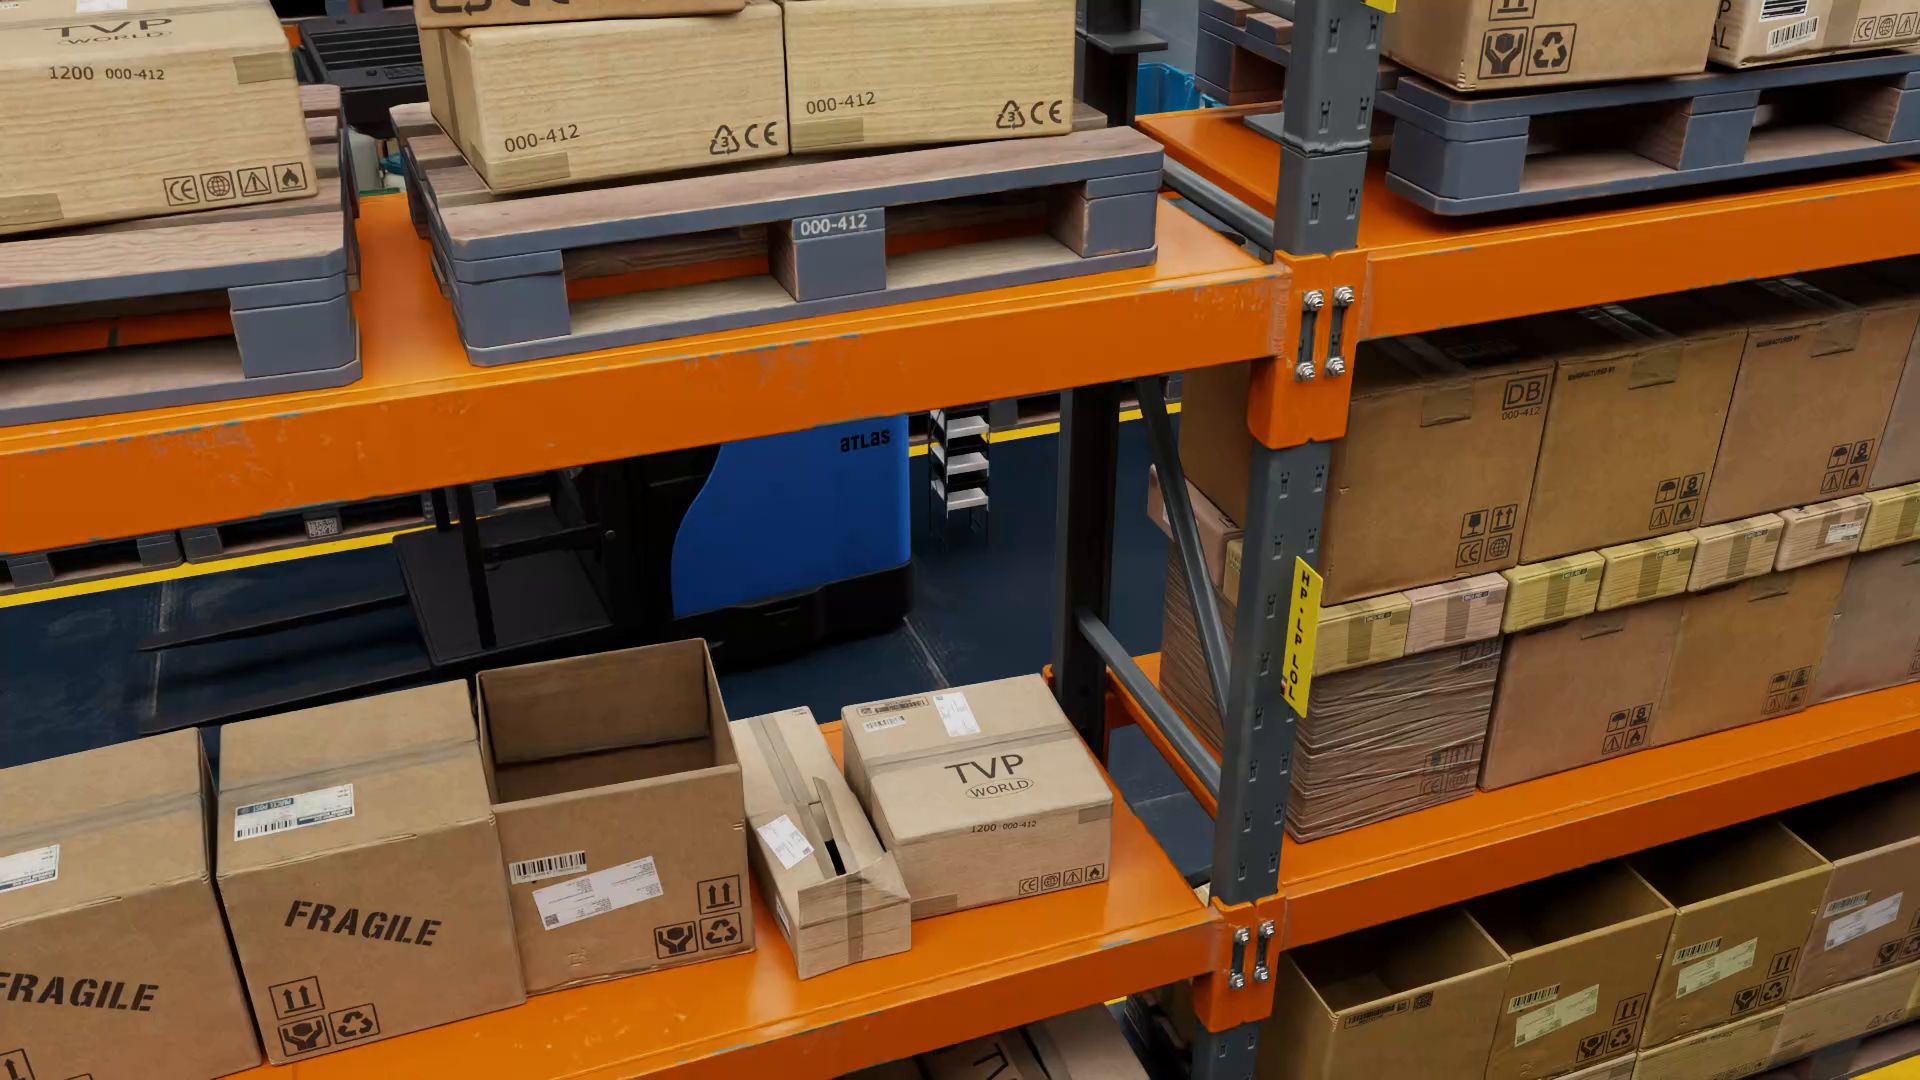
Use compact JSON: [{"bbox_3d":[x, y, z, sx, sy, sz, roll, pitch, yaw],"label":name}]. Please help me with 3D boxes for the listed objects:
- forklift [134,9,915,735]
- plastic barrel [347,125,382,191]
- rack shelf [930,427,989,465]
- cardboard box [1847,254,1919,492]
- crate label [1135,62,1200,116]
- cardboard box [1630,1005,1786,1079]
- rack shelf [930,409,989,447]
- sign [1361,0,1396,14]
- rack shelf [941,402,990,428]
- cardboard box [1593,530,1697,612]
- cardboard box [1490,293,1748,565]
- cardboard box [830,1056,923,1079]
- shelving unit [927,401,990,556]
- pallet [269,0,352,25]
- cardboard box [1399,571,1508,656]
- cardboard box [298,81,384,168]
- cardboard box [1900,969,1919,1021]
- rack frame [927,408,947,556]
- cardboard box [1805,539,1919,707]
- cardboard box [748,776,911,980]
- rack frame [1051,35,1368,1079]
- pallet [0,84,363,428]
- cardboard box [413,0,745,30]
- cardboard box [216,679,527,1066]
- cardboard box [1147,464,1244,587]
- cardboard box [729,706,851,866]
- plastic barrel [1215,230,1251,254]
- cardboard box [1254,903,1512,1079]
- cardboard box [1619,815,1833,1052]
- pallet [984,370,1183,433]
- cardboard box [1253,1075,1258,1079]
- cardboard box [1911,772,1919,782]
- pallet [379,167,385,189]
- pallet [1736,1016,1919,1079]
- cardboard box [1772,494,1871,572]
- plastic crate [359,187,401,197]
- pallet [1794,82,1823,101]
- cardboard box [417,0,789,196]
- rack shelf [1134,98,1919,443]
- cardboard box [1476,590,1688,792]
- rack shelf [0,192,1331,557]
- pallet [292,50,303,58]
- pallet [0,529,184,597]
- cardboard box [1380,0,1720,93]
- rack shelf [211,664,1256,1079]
[{"bbox_3d":[-1.754,-0.834,6.253,3.031,2.935,1.130,-13,32,-21],"label":"forklift"},{"bbox_3d":[-2.910,-1.756,7.664,0.433,0.535,0.433,0,30,0],"label":"plastic barrel"},{"bbox_3d":[-0.008,-0.439,7.497,0.200,0.077,0.258,-10,31,-18],"label":"rack shelf"},{"bbox_3d":[2.299,-0.535,4.247,0.500,0.500,0.700,-10,31,-18],"label":"cardboard box"},{"bbox_3d":[0.869,-2.149,8.457,0.616,0.435,0.502,-10,31,-18],"label":"crate label"},{"bbox_3d":[1.956,1.317,4.762,0.500,0.250,0.500,-10,31,-18],"label":"cardboard box"},{"bbox_3d":[-0.008,-0.517,7.452,0.200,0.077,0.258,-10,31,-18],"label":"rack shelf"},{"bbox_3d":[0.673,-1.003,2.609,0.005,0.325,0.100,-10,31,-18],"label":"sign"},{"bbox_3d":[-0.008,-0.595,7.408,0.200,0.077,0.258,-10,31,-18],"label":"rack shelf"},{"bbox_3d":[1.516,-0.004,3.971,0.250,0.149,0.380,-11,31,-18],"label":"cardboard box"},{"bbox_3d":[1.362,-0.363,3.945,0.500,0.500,0.700,-11,31,-18],"label":"cardboard box"},{"bbox_3d":[-0.290,1.476,3.916,0.500,0.311,0.500,-10,31,-16],"label":"cardboard box"},{"bbox_3d":[-0.008,-0.390,7.525,0.210,0.900,0.258,-10,31,-18],"label":"shelving unit"},{"bbox_3d":[-4.884,-3.772,11.534,1.213,0.211,1.003,-10,31,-18],"label":"pallet"},{"bbox_3d":[1.029,0.087,3.811,0.250,0.149,0.380,-10,31,-17],"label":"cardboard box"},{"bbox_3d":[-4.537,-3.023,12.107,0.500,0.500,0.700,-13,32,-22],"label":"cardboard box"},{"bbox_3d":[2.892,1.142,5.068,0.500,0.250,0.500,-10,31,-18],"label":"cardboard box"},{"bbox_3d":[-0.103,-0.372,7.494,0.006,0.900,0.240,-10,31,-18],"label":"rack frame"},{"bbox_3d":[2.332,0.021,4.582,0.500,0.500,0.700,-9,31,-16],"label":"cardboard box"},{"bbox_3d":[-0.285,0.707,3.614,0.258,0.266,0.396,-11,32,-19],"label":"cardboard box"},{"bbox_3d":[0.475,0.412,3.997,0.127,3.000,1.000,-10,31,-18],"label":"rack frame"},{"bbox_3d":[-1.622,-0.472,2.709,1.213,0.211,1.003,-9,31,-15],"label":"pallet"},{"bbox_3d":[-0.643,-1.137,2.656,0.500,0.500,0.500,-7,31,-13],"label":"cardboard box"},{"bbox_3d":[-1.214,0.671,3.441,0.500,0.500,0.500,-10,31,-18],"label":"cardboard box"},{"bbox_3d":[0.655,-0.060,4.068,0.250,0.149,0.380,-10,31,-18],"label":"cardboard box"},{"bbox_3d":[-0.427,0.579,3.957,0.250,0.149,0.380,-10,31,-18],"label":"cardboard box"},{"bbox_3d":[1.440,-1.443,9.342,0.421,0.512,0.421,0,30,0],"label":"plastic barrel"},{"bbox_3d":[1.019,1.164,4.273,0.500,0.500,0.500,-10,31,-18],"label":"cardboard box"},{"bbox_3d":[1.956,0.991,4.576,0.500,0.500,0.500,-10,31,-18],"label":"cardboard box"},{"bbox_3d":[0.540,-0.984,9.264,1.213,0.211,1.003,-10,31,-18],"label":"pallet"},{"bbox_3d":[1.015,1.485,4.467,0.500,0.250,0.500,-10,31,-18],"label":"cardboard box"},{"bbox_3d":[2.893,0.818,4.880,0.500,0.500,0.500,-10,31,-18],"label":"cardboard box"},{"bbox_3d":[-4.851,-2.626,12.145,1.213,0.211,1.003,-10,31,-18],"label":"pallet"},{"bbox_3d":[2.380,1.293,5.267,1.213,0.211,1.003,-10,31,-18],"label":"pallet"},{"bbox_3d":[2.001,-0.094,4.129,0.250,0.149,0.380,-11,32,-19],"label":"cardboard box"},{"bbox_3d":[-2.783,-1.363,7.327,0.662,0.188,0.450,-10,31,-18],"label":"plastic crate"},{"bbox_3d":[2.407,-1.221,3.922,1.213,0.211,1.003,-10,31,-18],"label":"pallet"},{"bbox_3d":[-0.620,-0.811,2.840,0.500,0.250,0.500,-14,32,-22],"label":"cardboard box"},{"bbox_3d":[2.349,-0.924,4.038,4.000,0.370,1.077,-10,31,-18],"label":"rack shelf"},{"bbox_3d":[1.380,0.195,4.277,0.500,0.500,0.700,-11,31,-18],"label":"cardboard box"},{"bbox_3d":[-1.400,-0.234,2.826,4.000,0.370,1.077,-10,31,-18],"label":"rack shelf"},{"bbox_3d":[-6.453,-4.911,16.157,1.213,0.211,1.003,-10,31,-18],"label":"pallet"},{"bbox_3d":[-4.258,-0.100,7.713,1.213,0.211,1.003,-10,31,-18],"label":"pallet"},{"bbox_3d":[1.039,-1.143,3.029,0.500,0.500,0.500,-8,31,-14],"label":"cardboard box"},{"bbox_3d":[-1.400,1.070,3.569,4.000,0.370,1.077,-10,31,-18],"label":"rack shelf"}]
